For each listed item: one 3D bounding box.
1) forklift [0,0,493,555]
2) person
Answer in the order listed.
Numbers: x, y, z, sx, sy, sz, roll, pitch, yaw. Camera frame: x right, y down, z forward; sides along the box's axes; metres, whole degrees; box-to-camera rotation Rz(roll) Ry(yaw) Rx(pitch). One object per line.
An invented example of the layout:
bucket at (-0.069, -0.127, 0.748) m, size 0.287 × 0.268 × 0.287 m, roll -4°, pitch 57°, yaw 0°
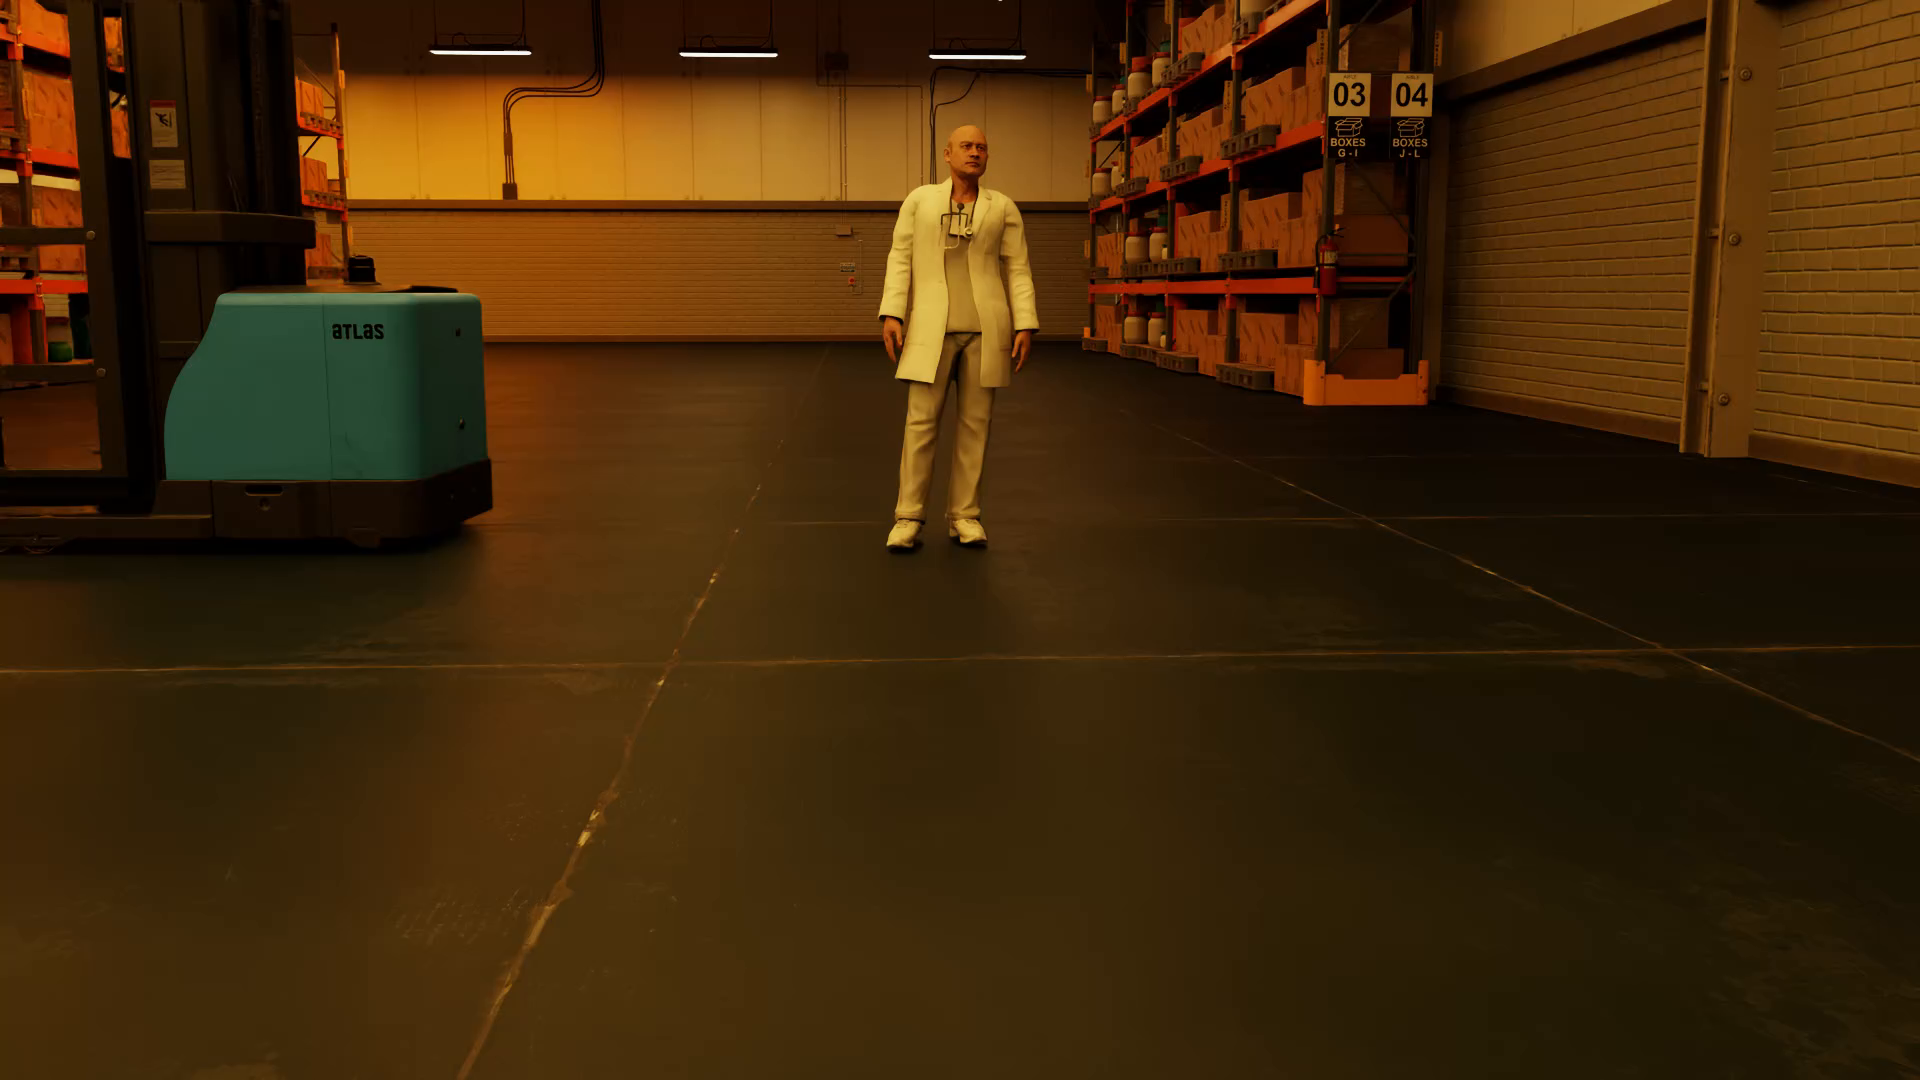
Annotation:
forklift at (-3.717, -1.466, 7.207) m, size 3.031 × 2.935 × 1.130 m, roll 0°, pitch 8°, yaw 1°
person at (0.001, -0.873, 7.089) m, size 0.696 × 1.776 × 0.581 m, roll -1°, pitch 8°, yaw -4°
